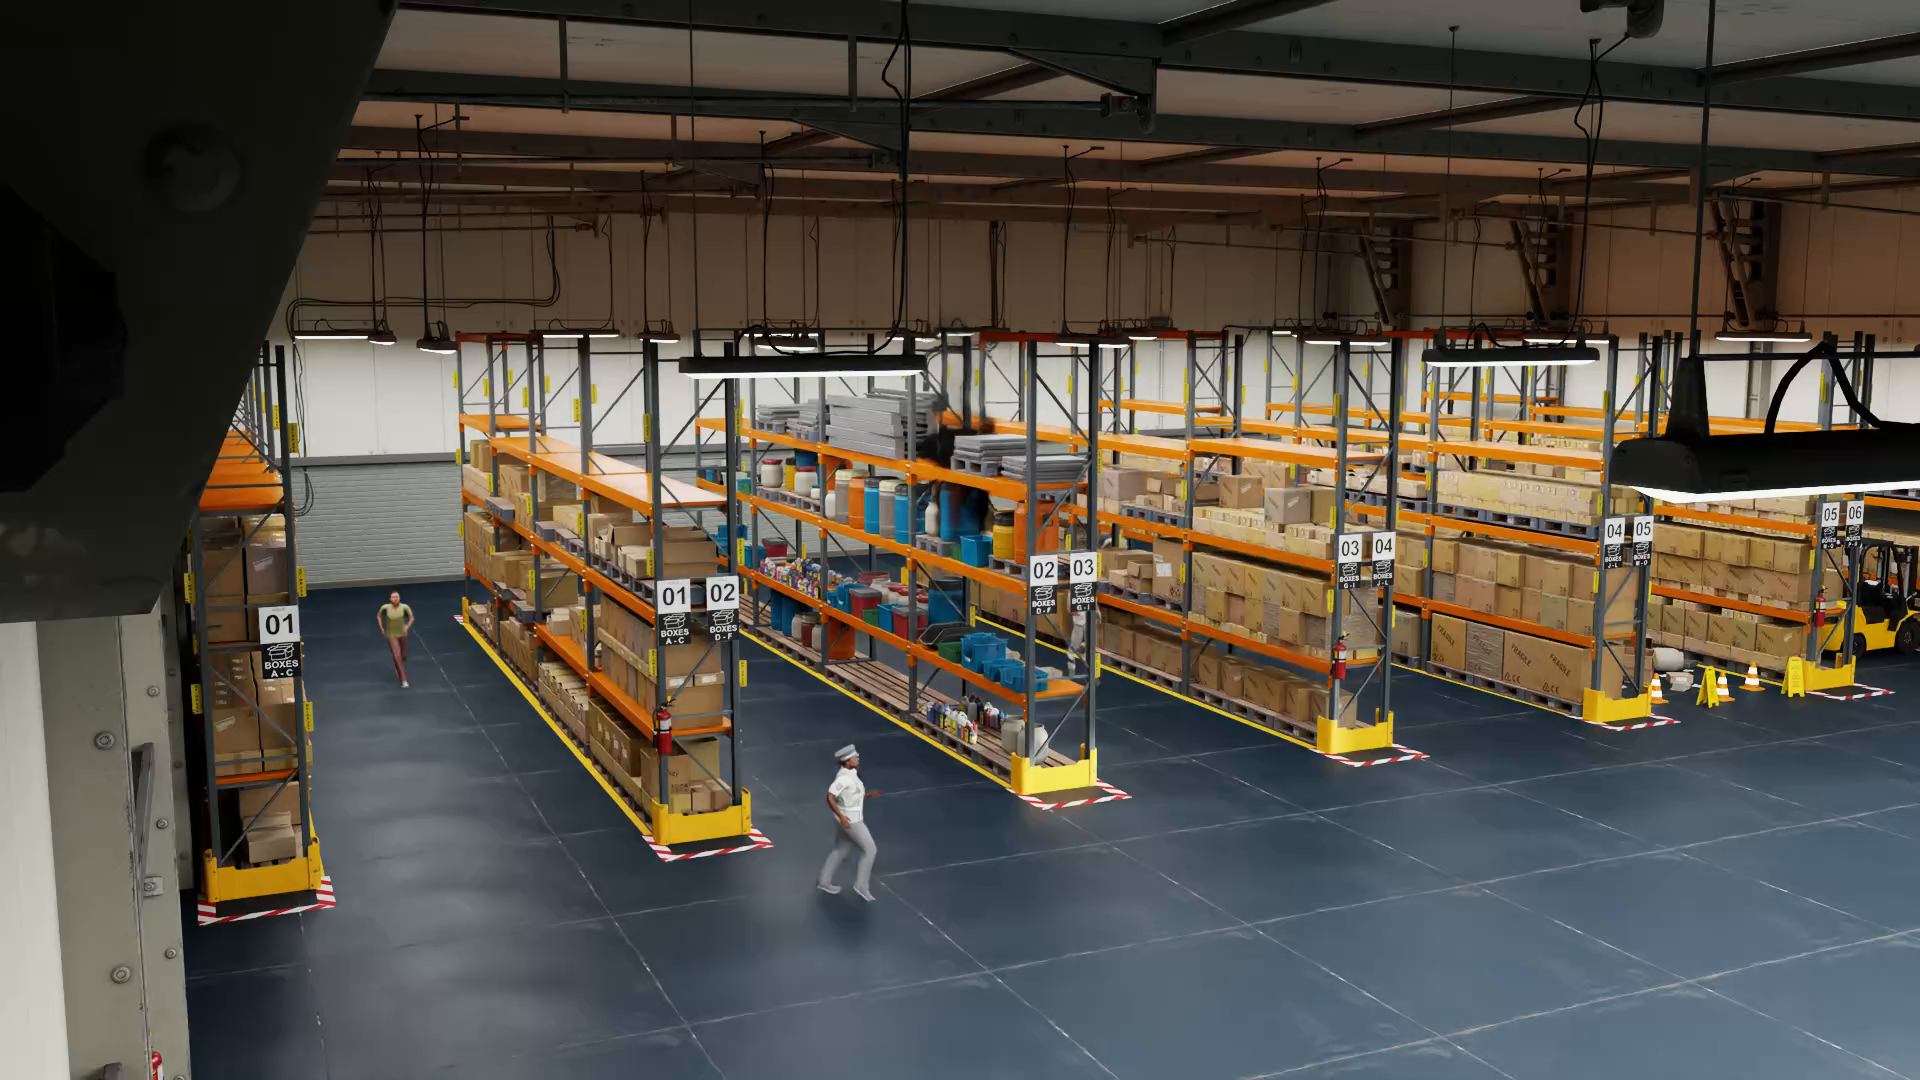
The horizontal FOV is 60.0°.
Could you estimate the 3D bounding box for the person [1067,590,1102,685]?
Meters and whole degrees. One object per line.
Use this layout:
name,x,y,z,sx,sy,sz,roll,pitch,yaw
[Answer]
person,2.073,1.435,27.573,0.681,1.833,0.815,-4,9,-26

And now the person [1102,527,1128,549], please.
person,3.481,0.517,37.120,0.527,1.655,0.766,-4,9,-29

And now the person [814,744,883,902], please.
person,-1.199,3.082,18.044,0.738,1.754,0.543,-1,8,-10

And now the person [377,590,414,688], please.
person,-9.711,1.667,28.667,0.602,1.655,0.912,-4,9,-25
